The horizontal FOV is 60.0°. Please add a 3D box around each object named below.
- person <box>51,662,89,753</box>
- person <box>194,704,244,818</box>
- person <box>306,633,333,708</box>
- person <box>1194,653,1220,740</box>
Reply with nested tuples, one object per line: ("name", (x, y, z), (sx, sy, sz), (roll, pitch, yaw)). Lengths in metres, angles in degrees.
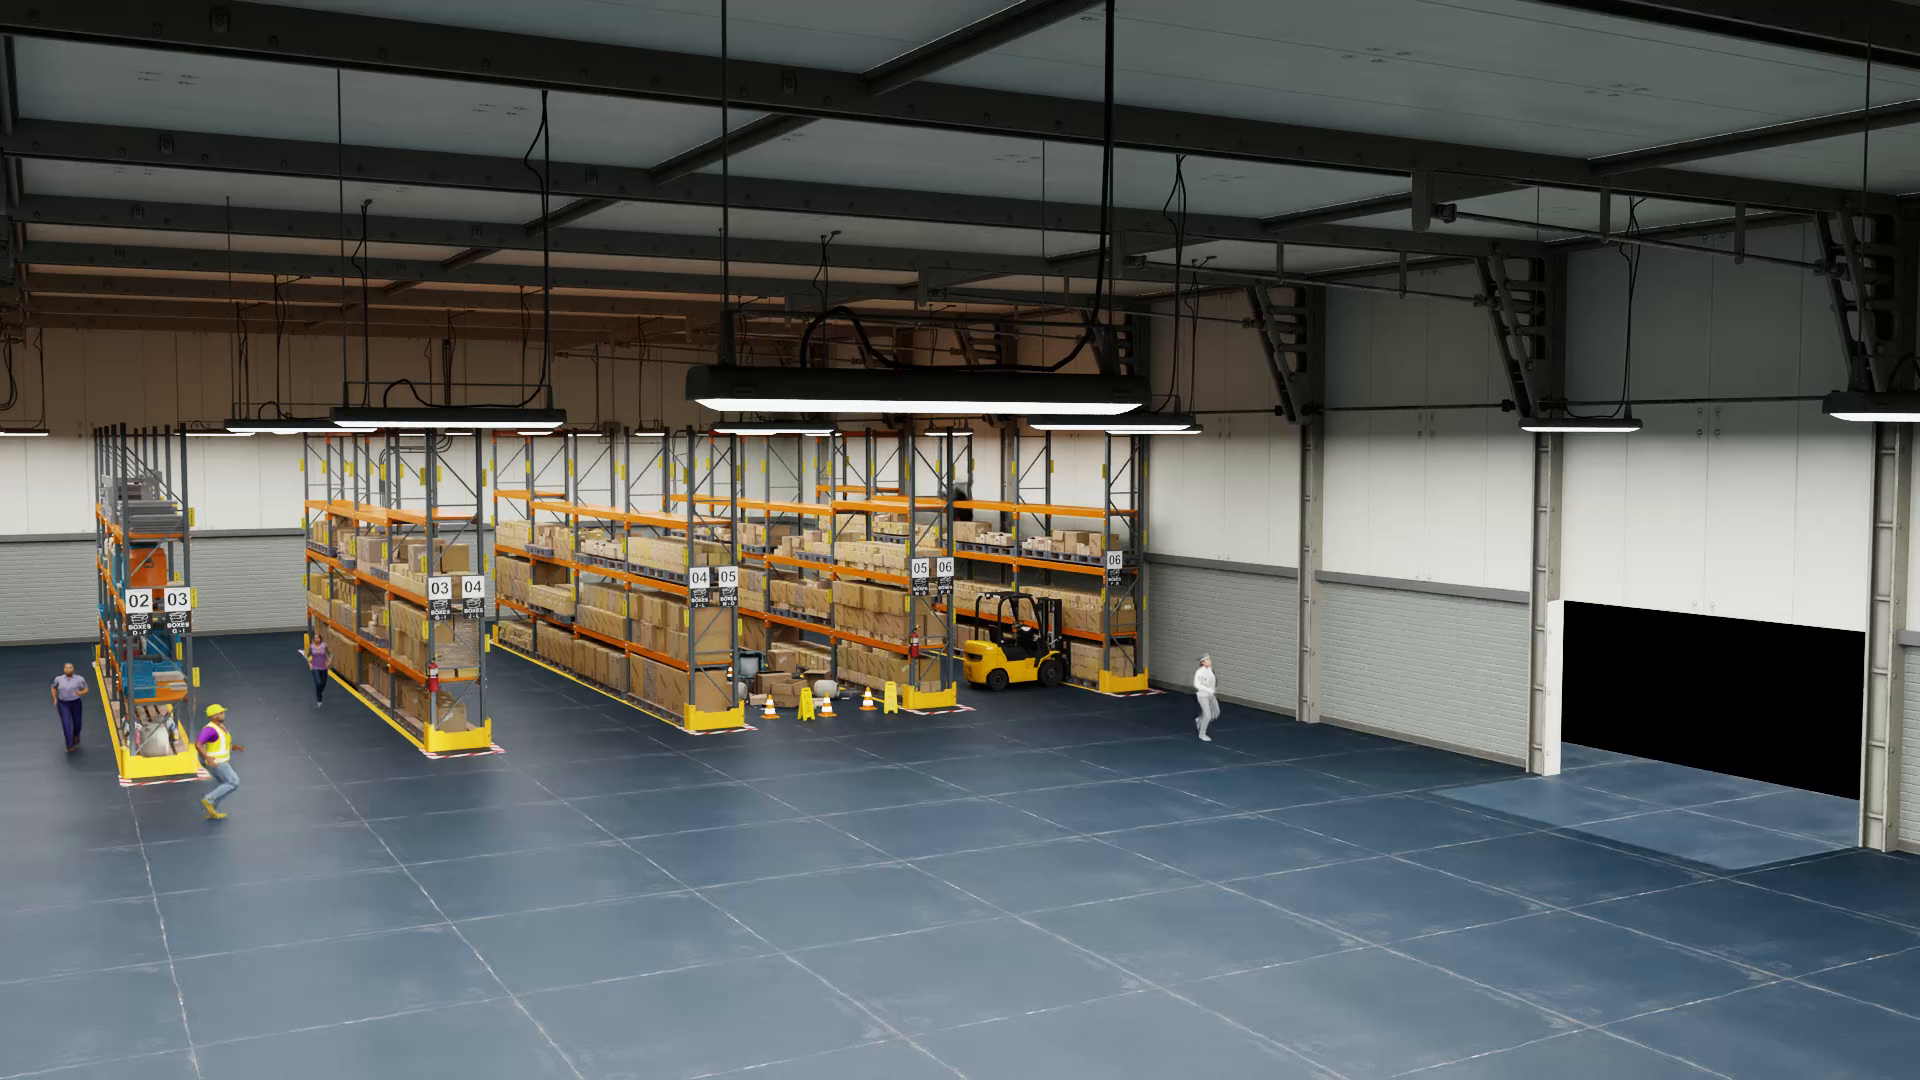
("person", (-16.334, 3.048, 30.528), (0.610, 1.625, 0.855), (-2, 4, -30))
("person", (-11.124, 3.334, 25.043), (0.597, 1.721, 0.690), (-1, 4, -11))
("person", (-13.756, 2.781, 35.732), (0.555, 1.602, 0.659), (-1, 4, -20))
("person", (4.710, 2.977, 31.689), (0.537, 1.665, 0.658), (3, 5, 42))
